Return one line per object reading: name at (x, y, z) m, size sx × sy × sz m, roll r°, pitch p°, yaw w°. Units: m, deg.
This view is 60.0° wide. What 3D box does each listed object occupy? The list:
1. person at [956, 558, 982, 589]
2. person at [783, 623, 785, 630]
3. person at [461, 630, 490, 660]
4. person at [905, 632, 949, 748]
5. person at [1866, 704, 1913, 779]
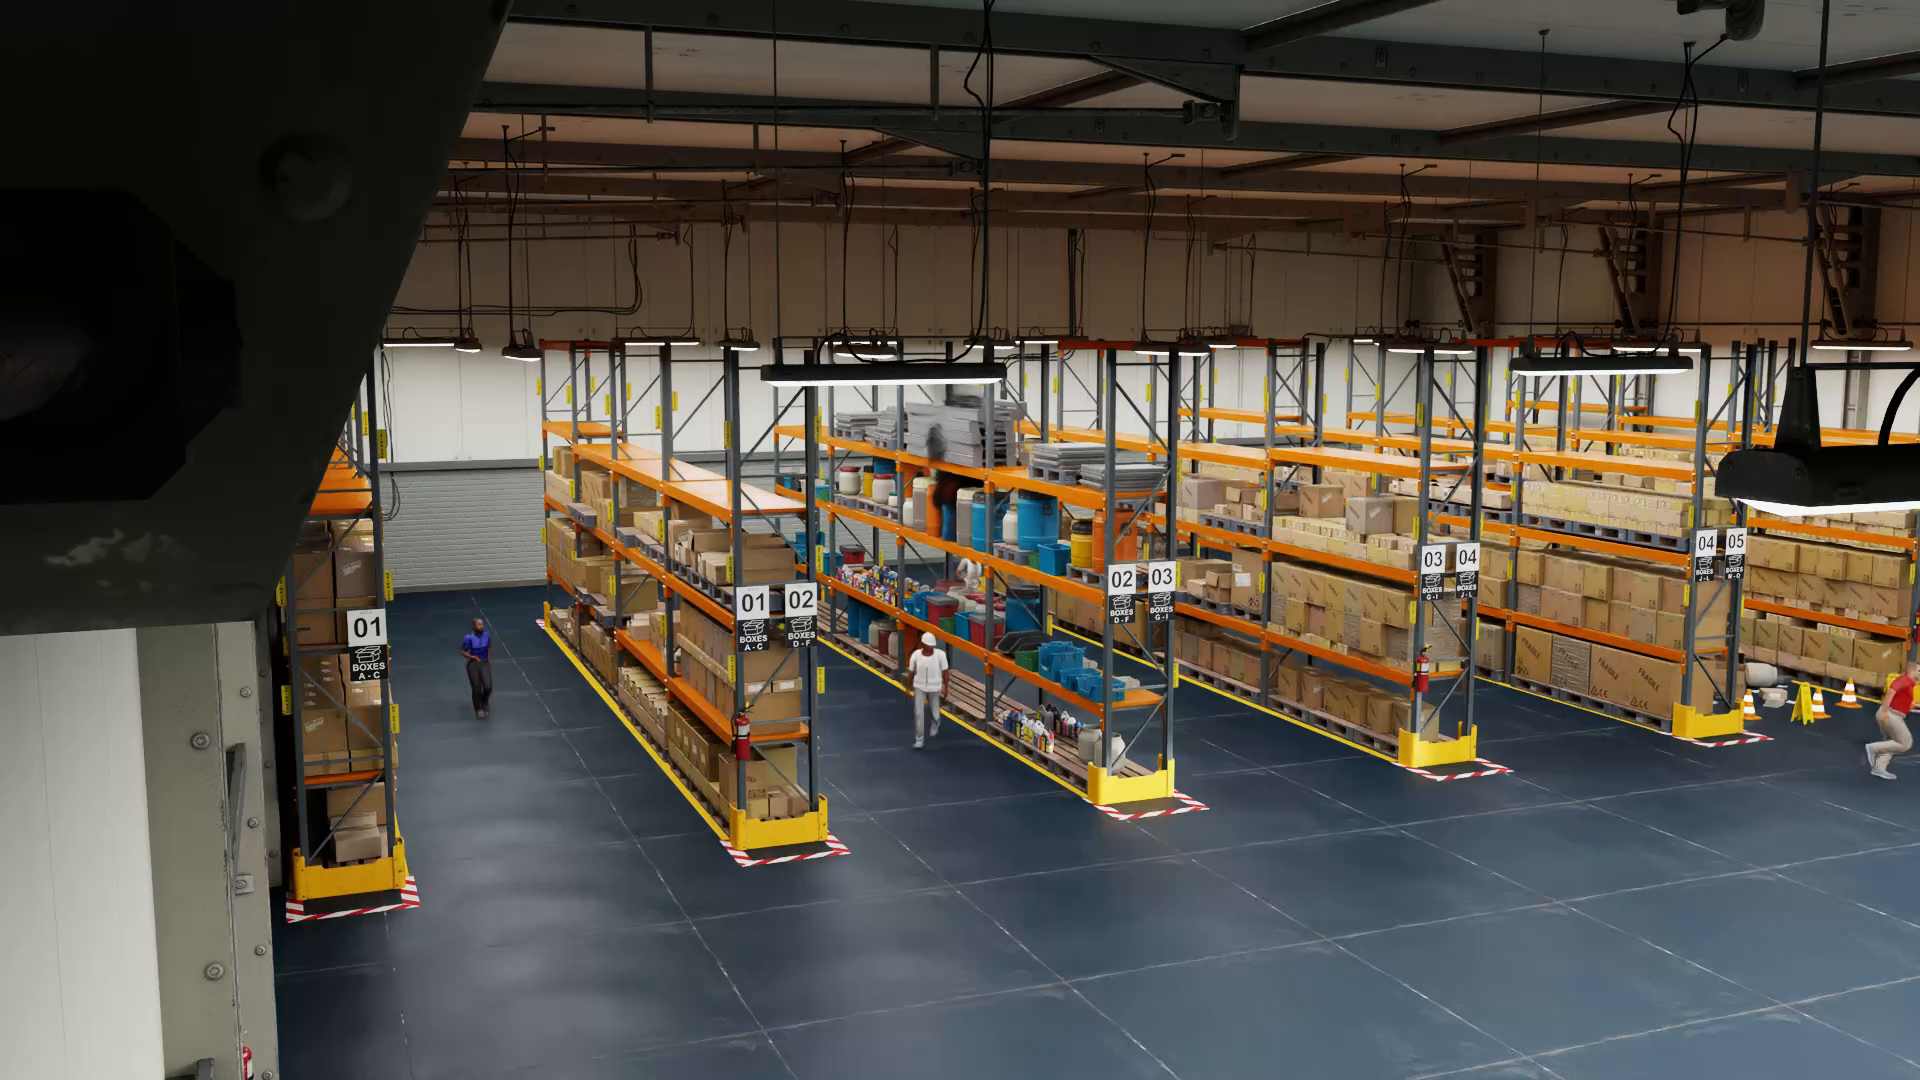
person at (0.231, 0.567, 34.338) m, size 0.681 × 0.884 × 0.492 m, roll -4°, pitch 9°, yaw -29°
person at (-3.266, 1.892, 28.731) m, size 0.434 × 1.462 × 0.588 m, roll -3°, pitch 8°, yaw -23°
person at (-7.767, 1.690, 26.744) m, size 0.524 × 0.506 × 0.358 m, roll -6°, pitch 9°, yaw -37°
person at (-0.495, 2.218, 24.972) m, size 0.666 × 1.735 × 0.780 m, roll 1°, pitch 7°, yaw 4°
person at (12.998, 2.816, 23.301) m, size 0.568 × 1.042 × 0.412 m, roll 2°, pitch 8°, yaw 17°
